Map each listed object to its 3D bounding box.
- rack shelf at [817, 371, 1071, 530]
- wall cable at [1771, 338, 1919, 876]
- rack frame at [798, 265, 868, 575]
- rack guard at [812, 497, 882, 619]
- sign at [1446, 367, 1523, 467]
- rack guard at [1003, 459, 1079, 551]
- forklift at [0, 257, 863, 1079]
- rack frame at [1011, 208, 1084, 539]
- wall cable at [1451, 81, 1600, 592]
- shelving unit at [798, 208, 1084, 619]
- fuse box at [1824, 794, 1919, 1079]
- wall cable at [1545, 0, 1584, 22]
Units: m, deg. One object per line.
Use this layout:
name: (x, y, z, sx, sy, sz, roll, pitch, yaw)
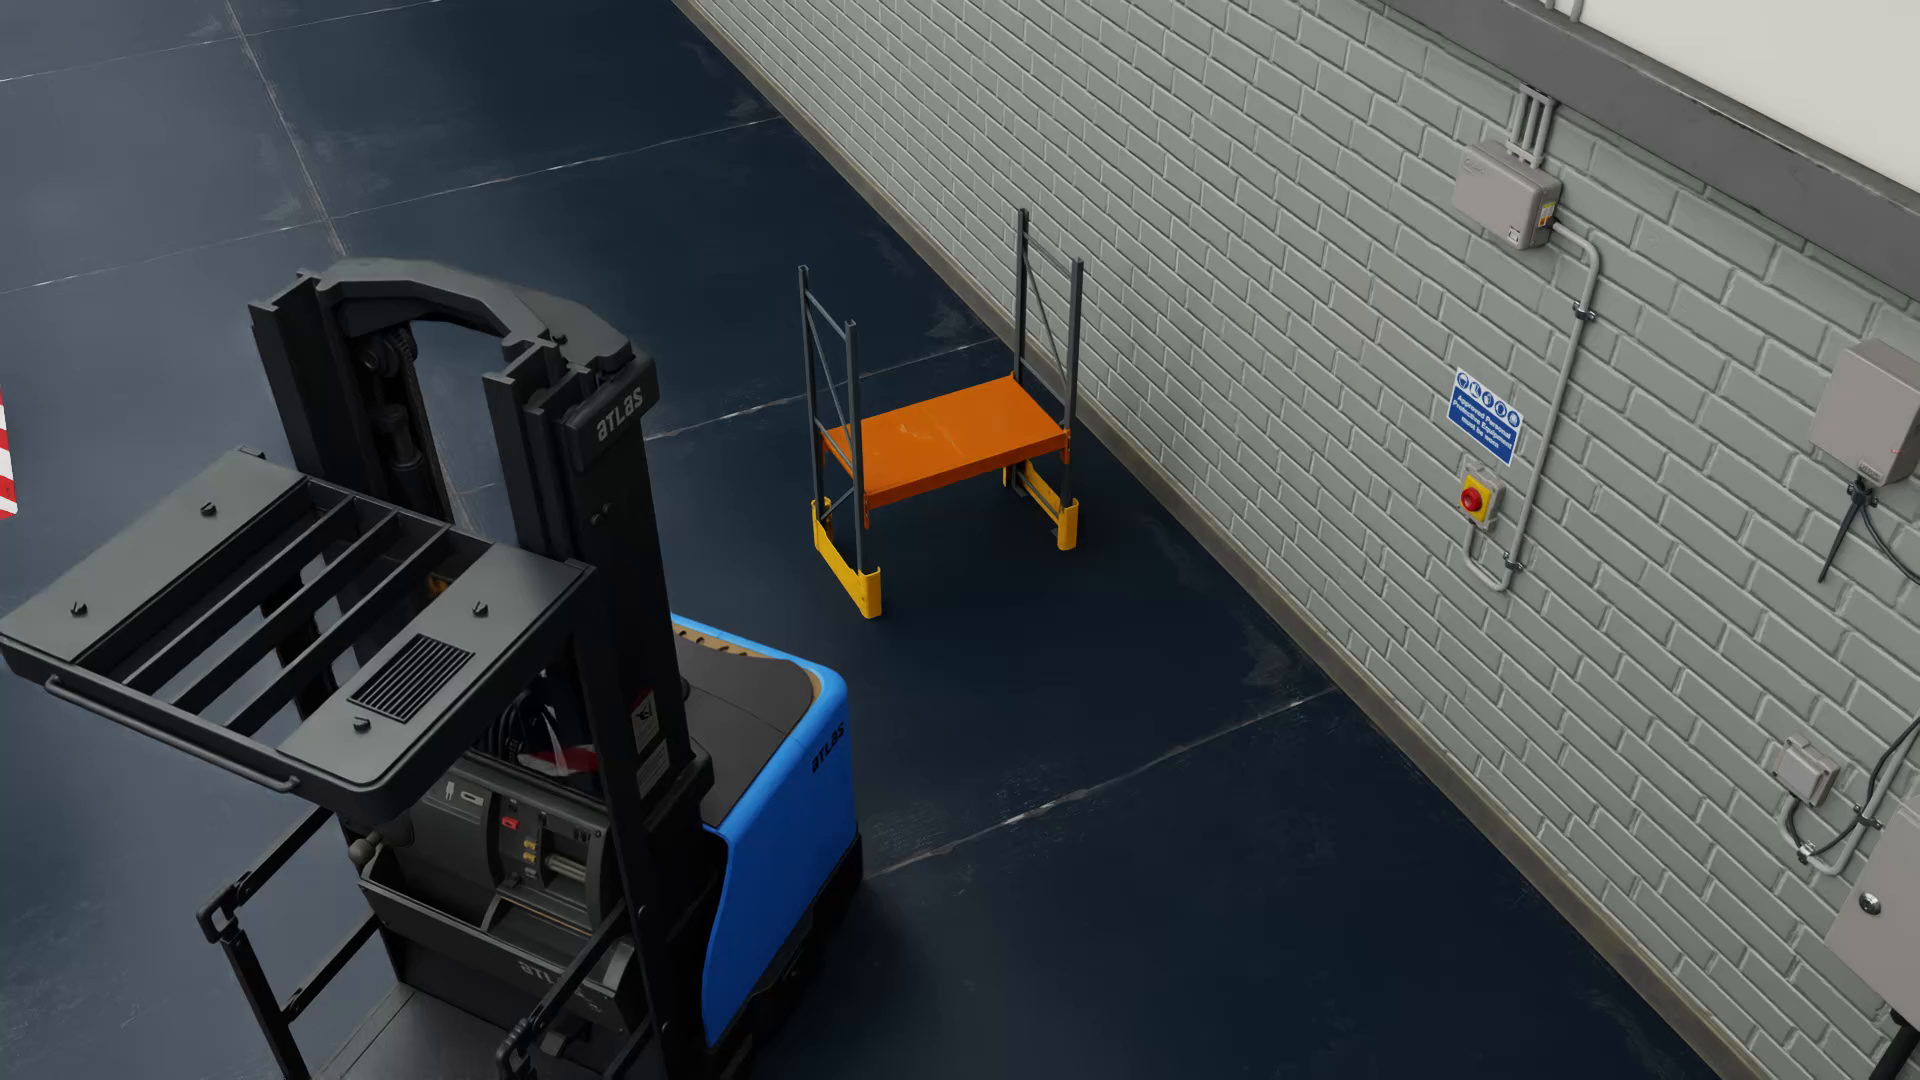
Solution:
rack shelf: (-0.076, -0.410, 7.340, 1.000, 0.185, 0.538, -19, 44, -21)
wall cable: (2.431, 0.147, 4.457, 0.122, 1.984, 0.588, -19, 44, -21)
rack frame: (-0.527, -0.395, 7.045, 0.032, 1.500, 0.500, -19, 44, -21)
rack guard: (-0.509, 0.076, 7.456, 0.087, 0.250, 0.587, -19, 44, -21)
sign: (1.798, -0.424, 5.709, 0.001, 0.218, 0.327, -19, 44, -21)
rack guard: (0.374, -0.221, 7.807, 0.087, 0.250, 0.587, -19, 44, -21)
forklift: (-1.454, 0.871, 4.441, 1.130, 2.935, 3.031, 17, 43, 19)
rack frame: (0.375, -0.699, 7.404, 0.032, 1.500, 0.500, -19, 44, -21)
wall cable: (1.766, -0.674, 5.403, 0.123, 1.953, 0.585, -19, 44, -21)
shelving unit: (-0.068, -0.550, 7.227, 1.083, 1.500, 0.587, -19, 44, -21)
fuse box: (2.607, 1.464, 4.685, 0.414, 1.711, 0.539, -19, 44, -21)
wall cable: (1.691, -2.727, 3.996, 0.029, 3.000, 0.463, -19, 44, -21)
